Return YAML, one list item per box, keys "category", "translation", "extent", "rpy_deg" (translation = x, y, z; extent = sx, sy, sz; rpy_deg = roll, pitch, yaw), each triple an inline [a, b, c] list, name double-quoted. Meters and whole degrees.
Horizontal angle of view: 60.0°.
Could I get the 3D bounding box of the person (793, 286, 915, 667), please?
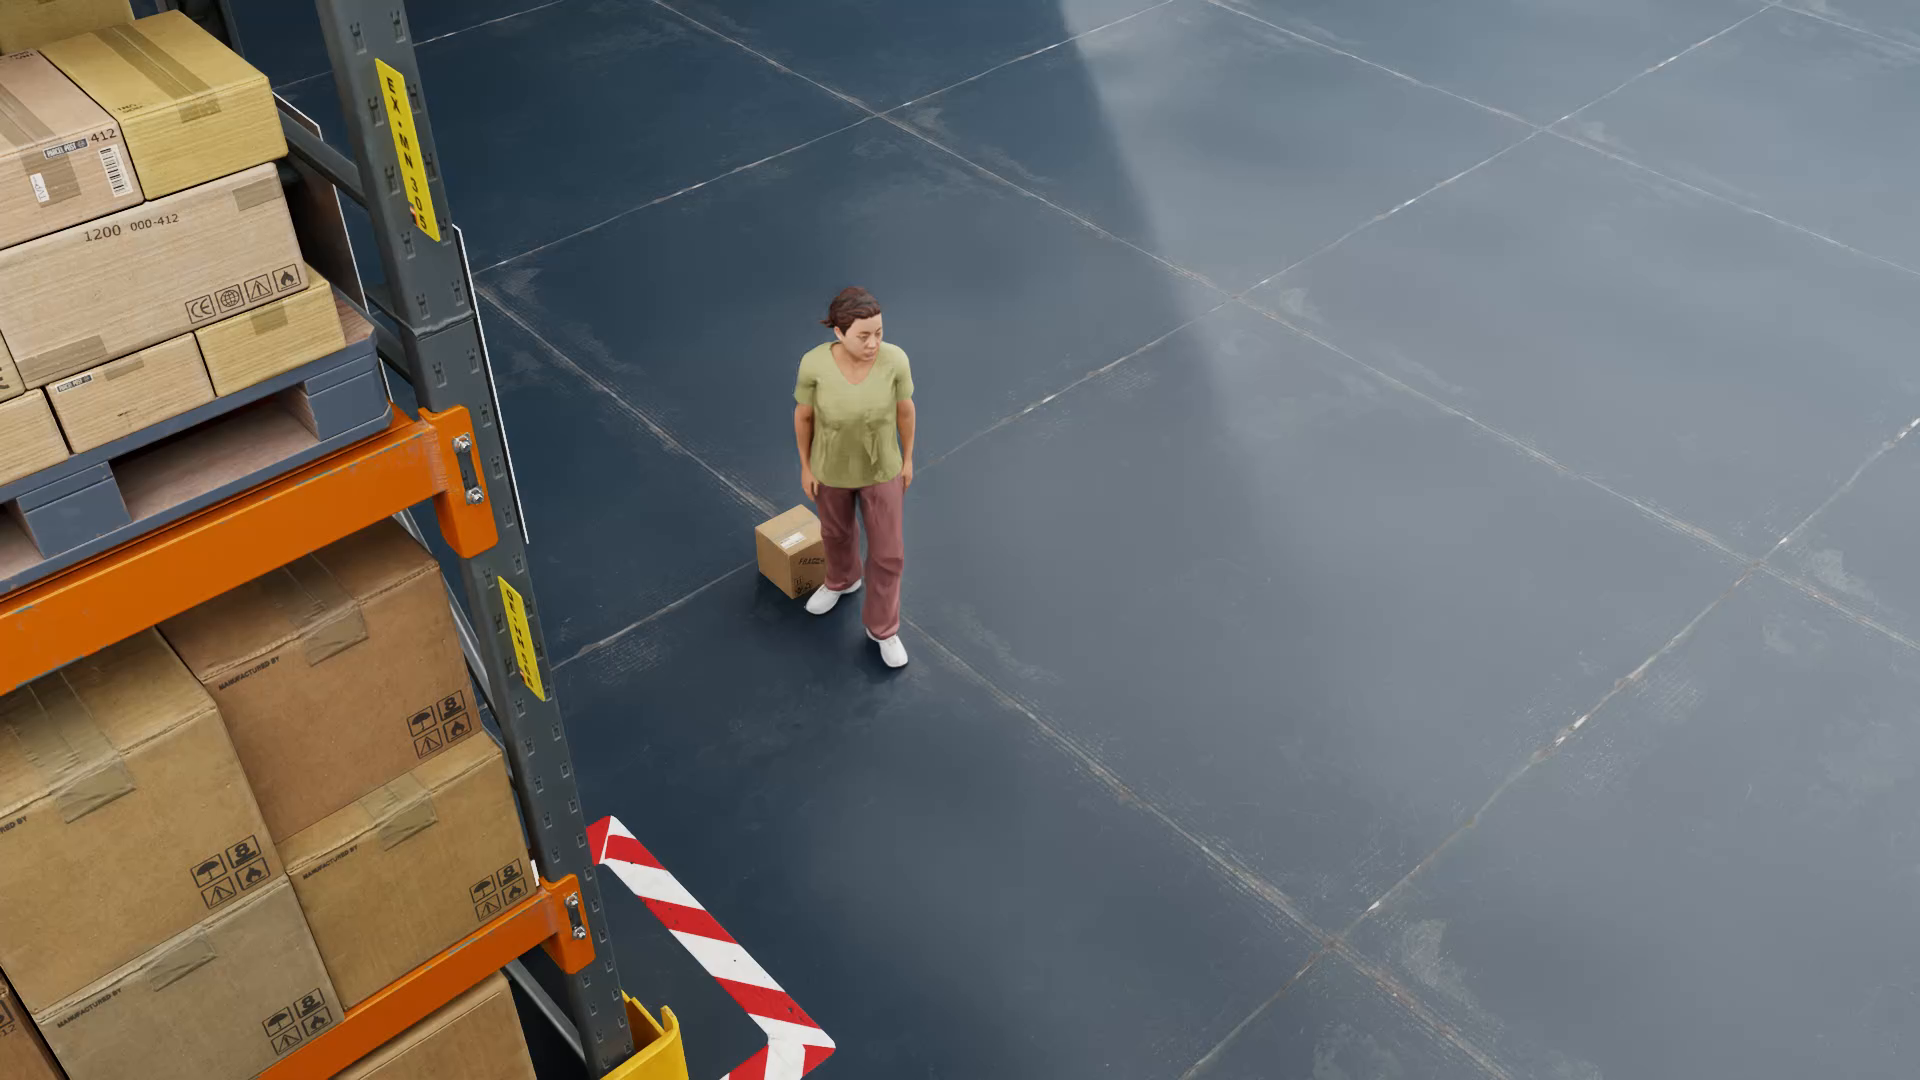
- category: "person"
  translation: [-0.411, -0.277, 6.490]
  extent: [0.481, 1.668, 0.565]
  rpy_deg: [-1, 40, -2]
